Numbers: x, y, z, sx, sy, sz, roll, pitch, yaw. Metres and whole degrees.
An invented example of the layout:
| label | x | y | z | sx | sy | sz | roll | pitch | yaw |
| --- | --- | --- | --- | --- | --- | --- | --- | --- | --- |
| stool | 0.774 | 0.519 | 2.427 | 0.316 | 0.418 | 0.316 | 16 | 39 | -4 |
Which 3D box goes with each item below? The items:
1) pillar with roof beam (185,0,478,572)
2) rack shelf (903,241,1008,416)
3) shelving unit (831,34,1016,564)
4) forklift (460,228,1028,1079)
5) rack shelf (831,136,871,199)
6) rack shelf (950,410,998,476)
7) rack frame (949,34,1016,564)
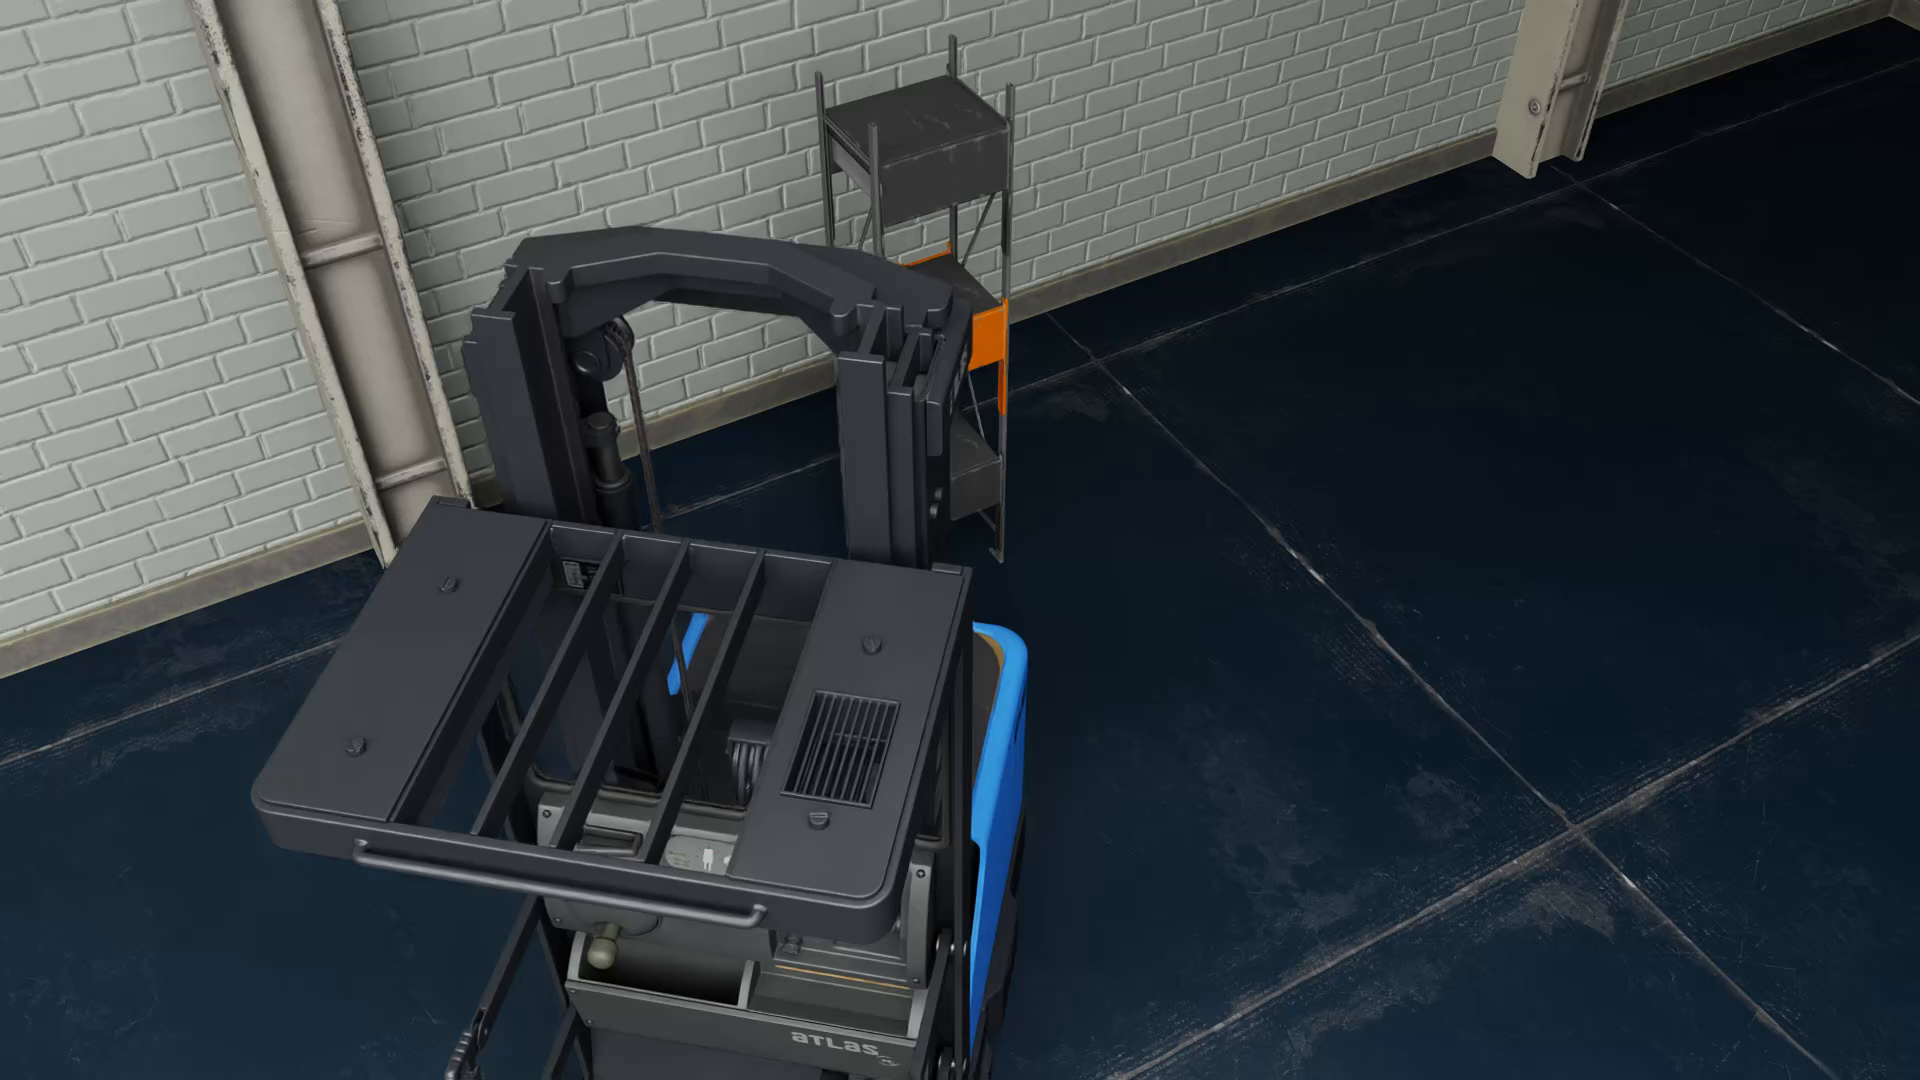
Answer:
| label | x | y | z | sx | sy | sz | roll | pitch | yaw |
| --- | --- | --- | --- | --- | --- | --- | --- | --- | --- |
| pillar with roof beam | 0.007 | -0.596 | 0.903 | 0.400 | 9.000 | 9.100 | -22 | 48 | -21 |
| rack shelf | -0.144 | -0.686 | 5.969 | 0.480 | 0.518 | 0.431 | -22 | 48 | -21 |
| shelving unit | -0.139 | -0.698 | 5.962 | 0.492 | 2.100 | 0.431 | -22 | 48 | -21 |
| forklift | -0.563 | 0.927 | 3.690 | 1.130 | 2.935 | 3.031 | 7 | 45 | 8 |
| rack shelf | -0.144 | -1.260 | 5.412 | 0.442 | 0.100 | 0.332 | -22 | 48 | -21 |
| rack shelf | -0.144 | -0.282 | 6.361 | 0.457 | 0.174 | 0.368 | -22 | 48 | -21 |
| rack frame | 0.068 | -0.781 | 6.047 | 0.015 | 2.100 | 0.400 | -22 | 48 | -21 |
